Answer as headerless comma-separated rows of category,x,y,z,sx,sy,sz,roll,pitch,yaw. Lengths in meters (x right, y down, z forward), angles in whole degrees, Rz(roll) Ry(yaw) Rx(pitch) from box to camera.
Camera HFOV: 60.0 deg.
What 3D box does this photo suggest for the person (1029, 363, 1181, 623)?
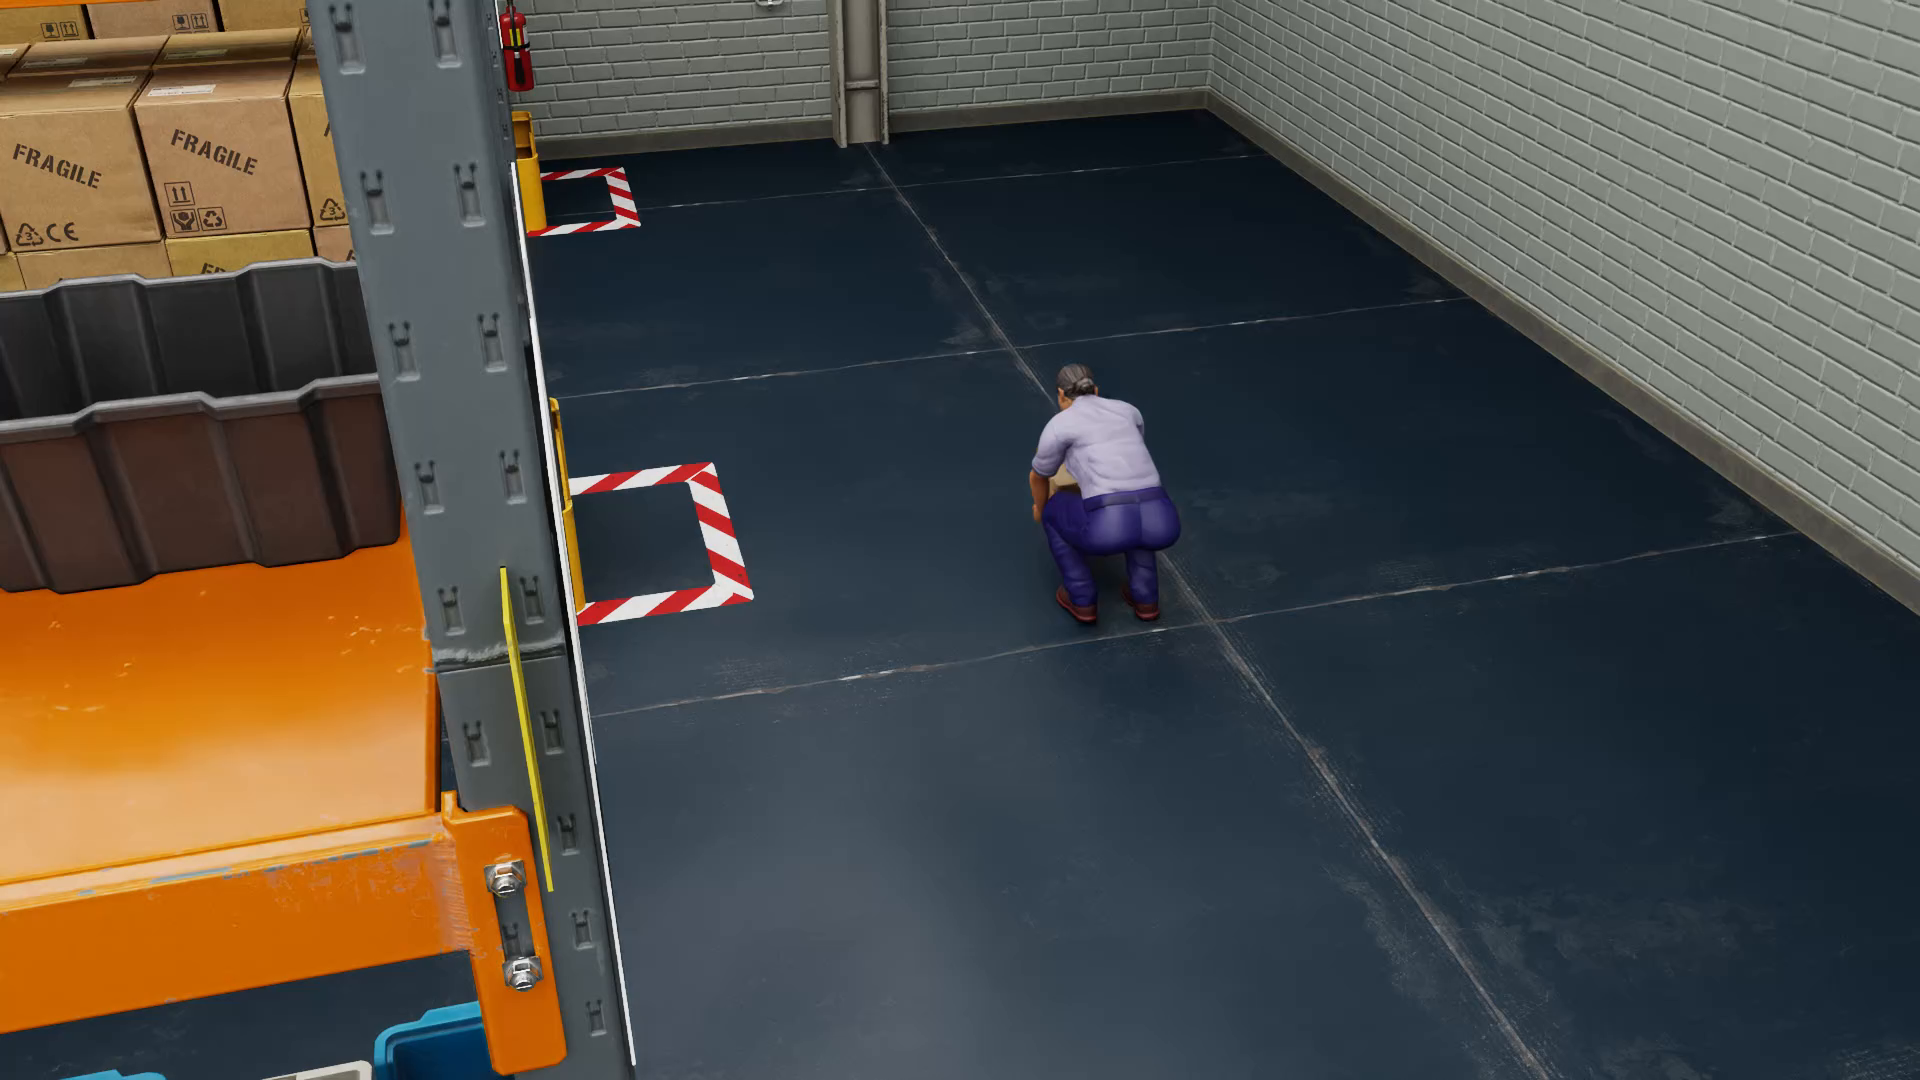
person,0.605,-0.171,7.070,0.530,1.013,0.802,-8,31,-13
